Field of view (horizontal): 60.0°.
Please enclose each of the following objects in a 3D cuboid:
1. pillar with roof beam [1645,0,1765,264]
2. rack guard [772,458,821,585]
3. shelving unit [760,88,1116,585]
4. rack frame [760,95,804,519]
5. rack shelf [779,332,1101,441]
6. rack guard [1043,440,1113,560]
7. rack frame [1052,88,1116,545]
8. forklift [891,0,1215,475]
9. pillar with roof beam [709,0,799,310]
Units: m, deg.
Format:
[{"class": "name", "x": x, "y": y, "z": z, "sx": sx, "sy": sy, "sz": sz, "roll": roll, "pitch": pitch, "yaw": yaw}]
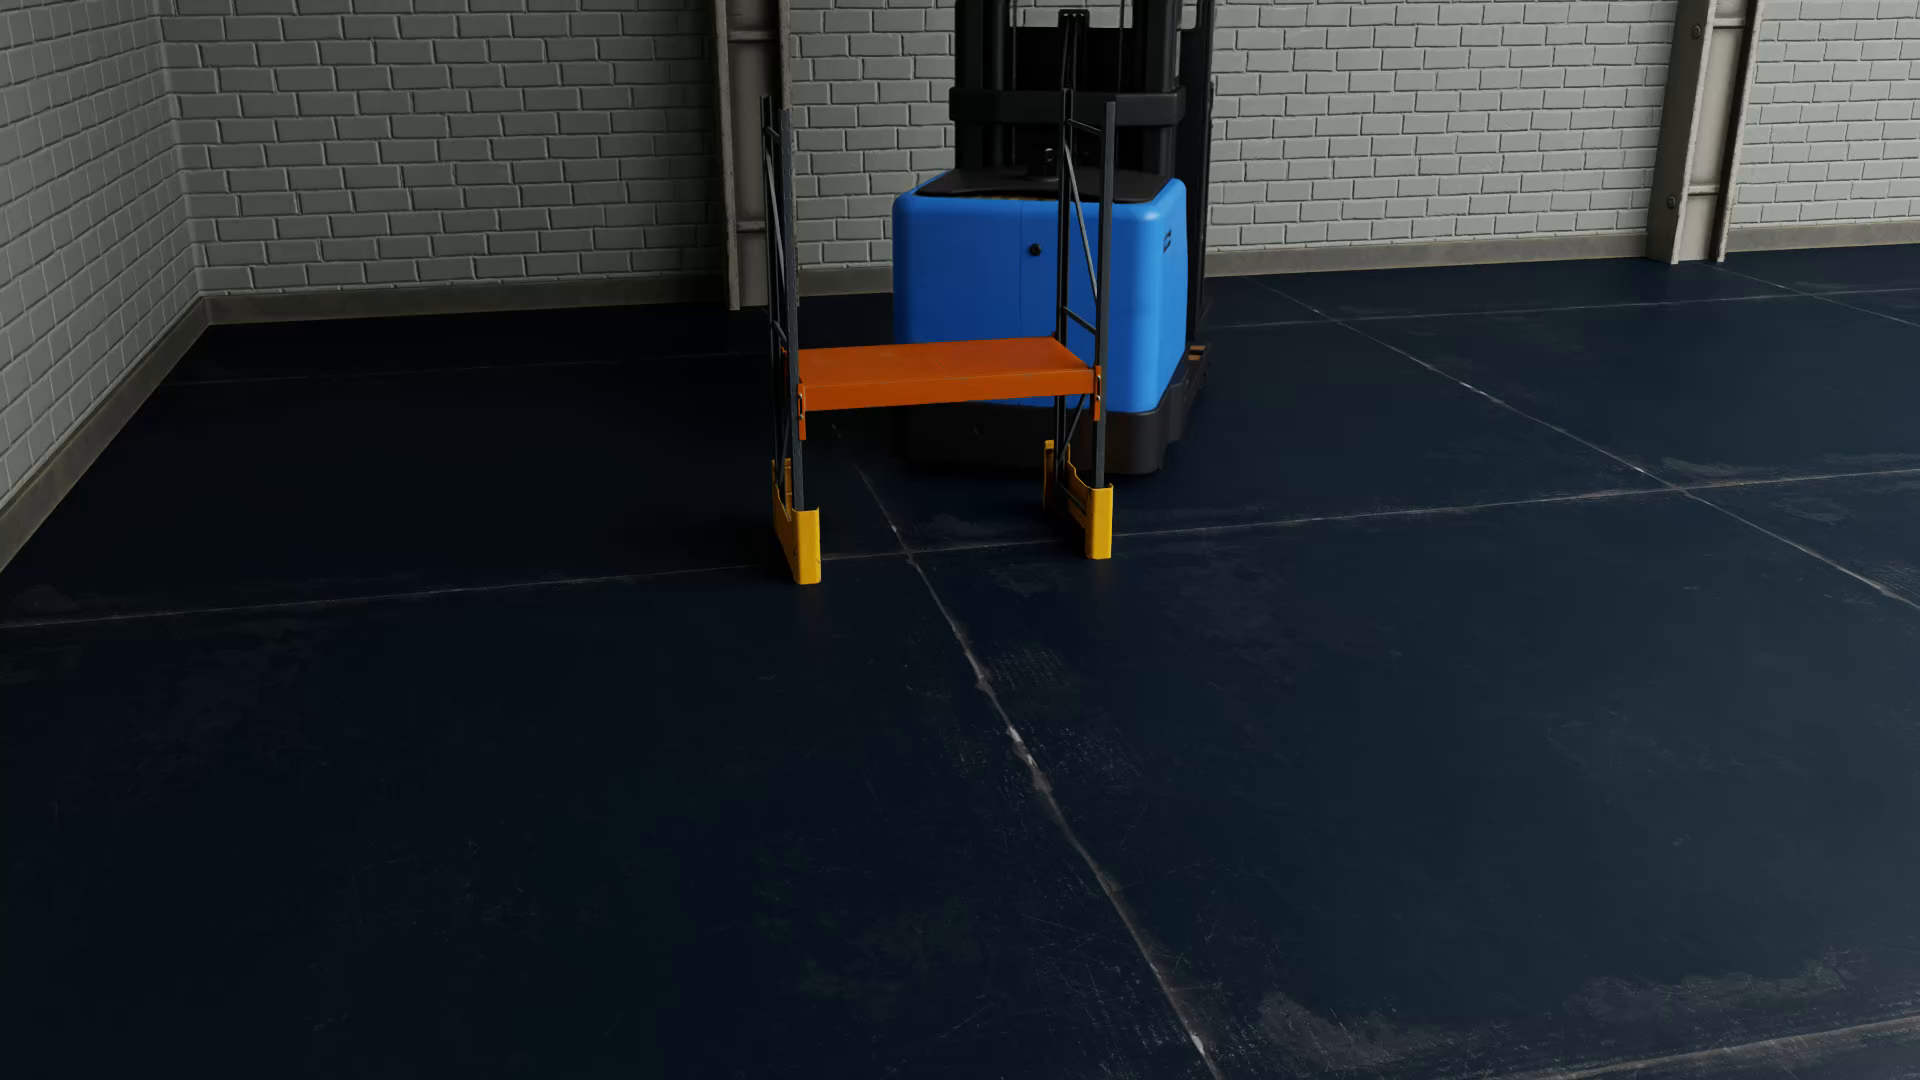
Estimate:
[{"class": "pillar with roof beam", "x": 5.692, "y": -4.616, "z": 5.334, "sx": 0.400, "sy": 9.000, "sz": 9.100, "roll": -5, "pitch": 21, "yaw": -12}, {"class": "rack guard", "x": -0.559, "y": -0.072, "z": 5.648, "sx": 0.087, "sy": 0.250, "sz": 0.587, "roll": -5, "pitch": 21, "yaw": -12}, {"class": "shelving unit", "x": -0.074, "y": -0.698, "z": 5.540, "sx": 1.083, "sy": 1.500, "sz": 0.587, "roll": -5, "pitch": 21, "yaw": -12}, {"class": "rack frame", "x": -0.578, "y": -0.657, "z": 5.428, "sx": 0.032, "sy": 1.500, "sz": 0.500, "roll": -5, "pitch": 21, "yaw": -12}, {"class": "rack shelf", "x": -0.083, "y": -0.529, "z": 5.600, "sx": 1.000, "sy": 0.185, "sz": 0.538, "roll": -5, "pitch": 21, "yaw": -12}, {"class": "rack guard", "x": 0.410, "y": -0.151, "z": 5.863, "sx": 0.087, "sy": 0.250, "sz": 0.587, "roll": -5, "pitch": 21, "yaw": -12}, {"class": "rack frame", "x": 0.412, "y": -0.738, "z": 5.648, "sx": 0.032, "sy": 1.500, "sz": 0.500, "roll": -5, "pitch": 21, "yaw": -12}, {"class": "forklift", "x": 0.575, "y": -2.094, "z": 7.269, "sx": 1.130, "sy": 2.935, "sz": 3.031, "roll": 5, "pitch": 21, "yaw": 13}, {"class": "pillar with roof beam", "x": -0.147, "y": -4.141, "z": 4.037, "sx": 0.400, "sy": 9.000, "sz": 9.100, "roll": -5, "pitch": 21, "yaw": -12}]
